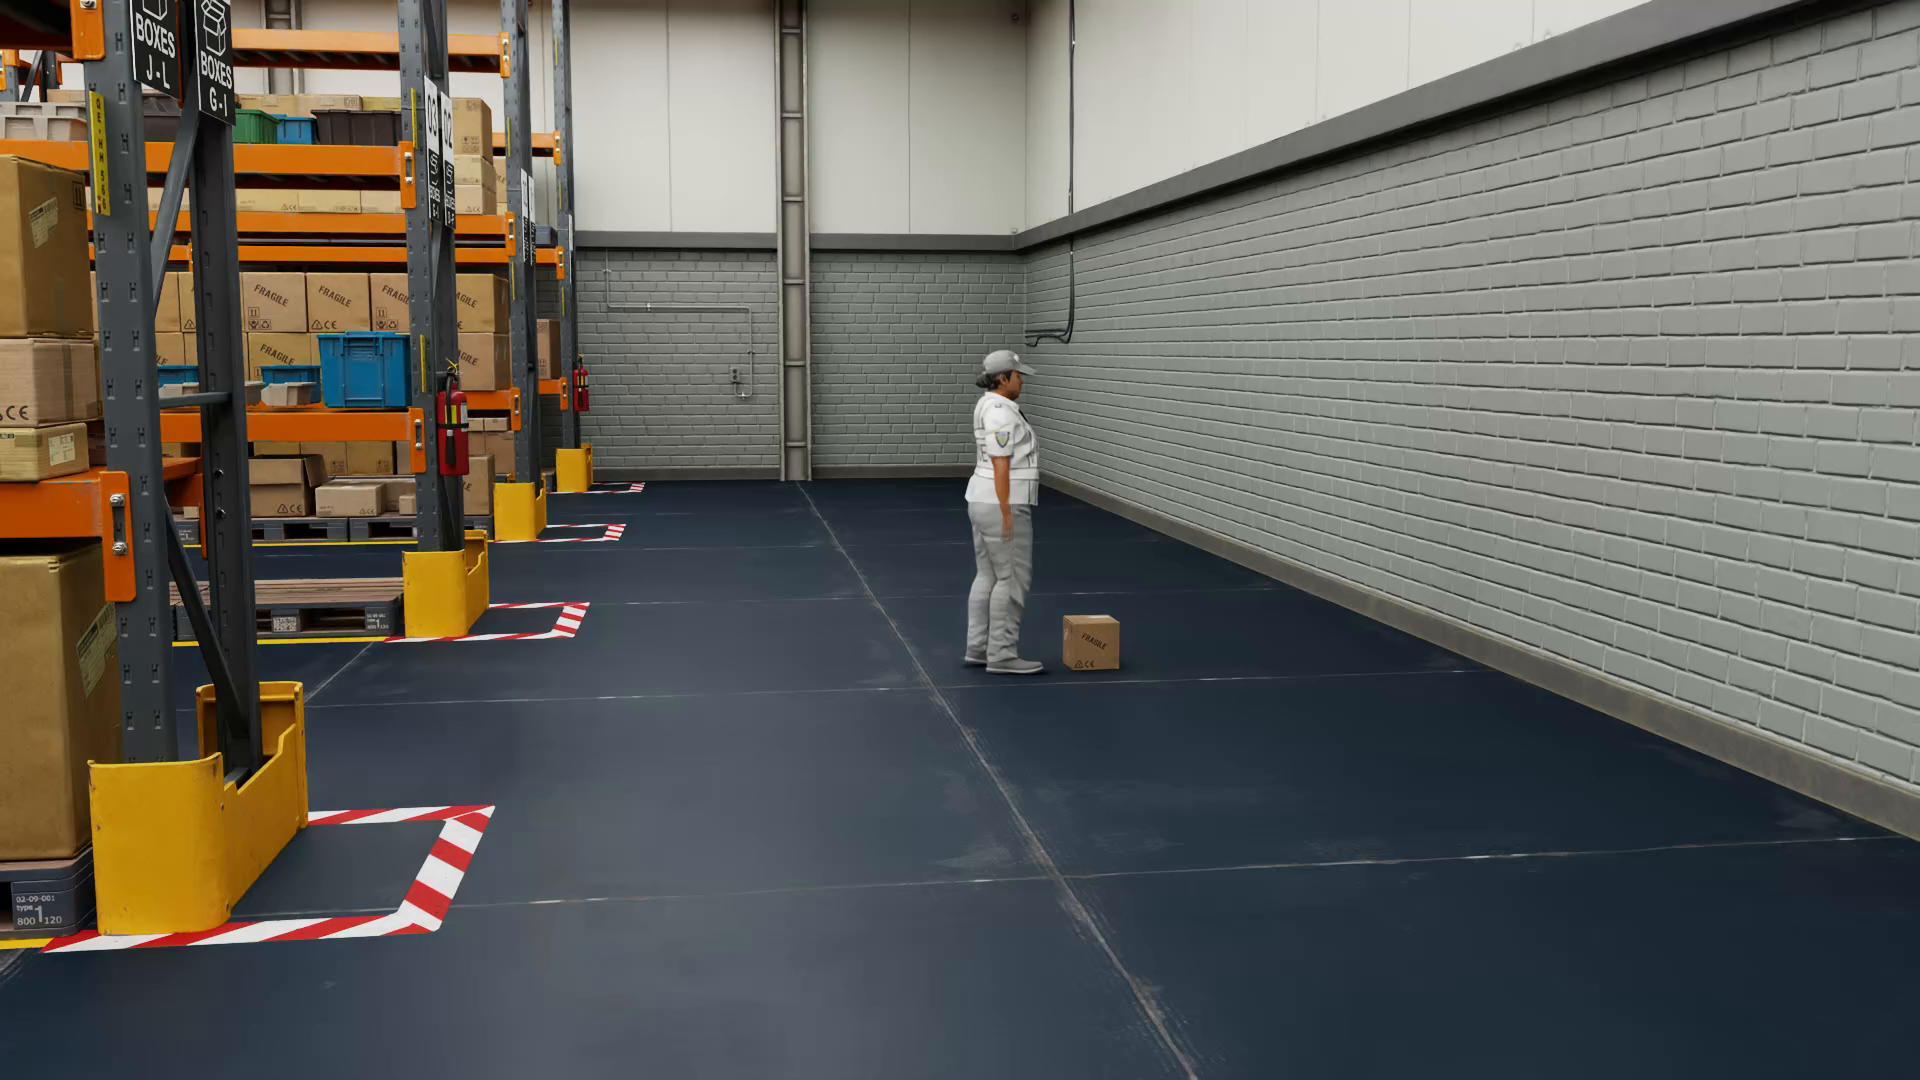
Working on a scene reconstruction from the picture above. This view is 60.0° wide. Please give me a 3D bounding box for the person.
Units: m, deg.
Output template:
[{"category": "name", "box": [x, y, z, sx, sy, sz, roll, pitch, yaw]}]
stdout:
[{"category": "person", "box": [0.228, -0.147, 8.643, 0.393, 1.672, 0.472, -1, 7, -7]}]
